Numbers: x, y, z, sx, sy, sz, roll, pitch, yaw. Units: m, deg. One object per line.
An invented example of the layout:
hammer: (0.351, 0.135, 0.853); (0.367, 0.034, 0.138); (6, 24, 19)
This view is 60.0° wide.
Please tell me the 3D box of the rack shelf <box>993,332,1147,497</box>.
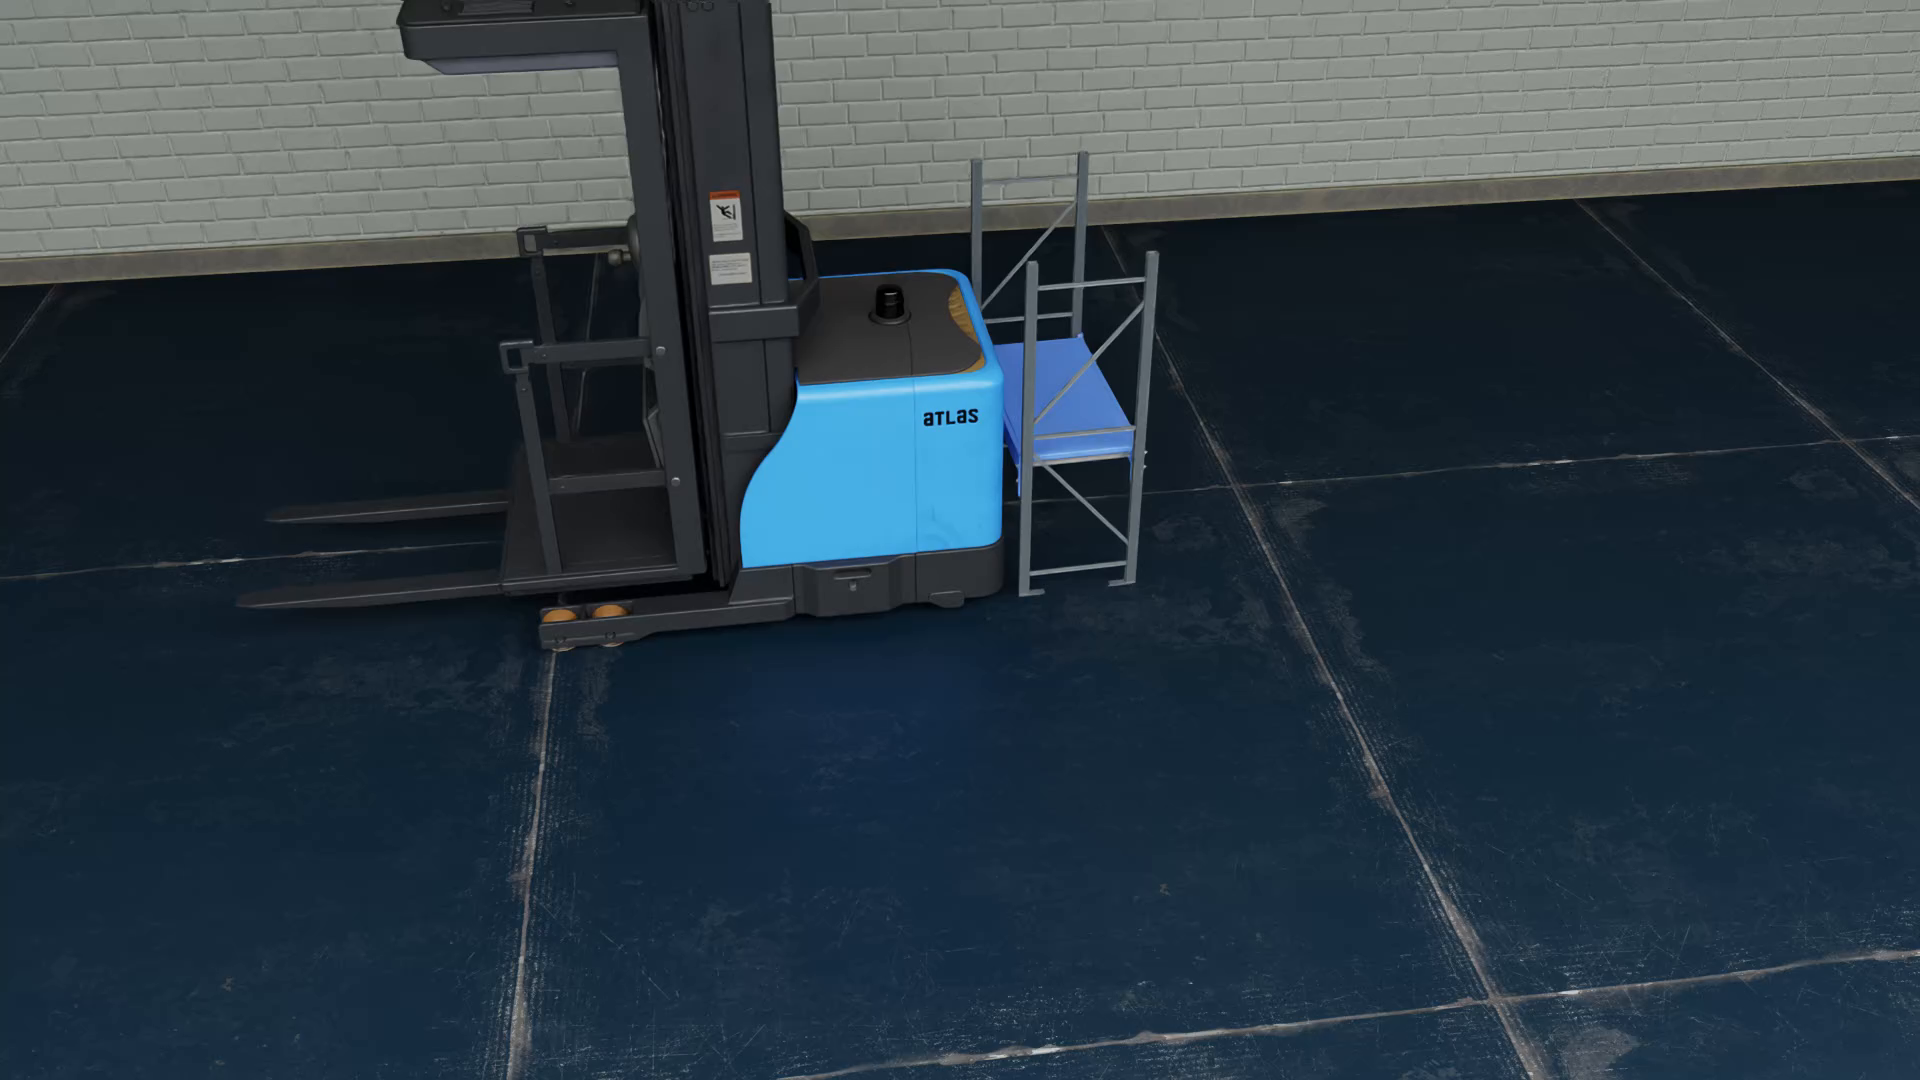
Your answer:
rack shelf: (0.391, -0.551, 7.045); (0.538, 0.185, 1.000); (-6, 35, -9)

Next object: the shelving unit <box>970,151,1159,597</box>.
shelving unit: (0.391, -0.699, 6.944); (0.538, 1.500, 1.048); (-6, 35, -9)

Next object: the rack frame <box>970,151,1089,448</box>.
rack frame: (0.293, -0.980, 7.356); (0.500, 1.500, 0.032); (-6, 35, -9)

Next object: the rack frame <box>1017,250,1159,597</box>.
rack frame: (0.488, -0.418, 6.532); (0.500, 1.500, 0.032); (-6, 35, -9)

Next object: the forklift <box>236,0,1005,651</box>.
forklift: (-1.380, -1.089, 6.245); (3.031, 2.935, 1.130); (-5, 35, -7)
